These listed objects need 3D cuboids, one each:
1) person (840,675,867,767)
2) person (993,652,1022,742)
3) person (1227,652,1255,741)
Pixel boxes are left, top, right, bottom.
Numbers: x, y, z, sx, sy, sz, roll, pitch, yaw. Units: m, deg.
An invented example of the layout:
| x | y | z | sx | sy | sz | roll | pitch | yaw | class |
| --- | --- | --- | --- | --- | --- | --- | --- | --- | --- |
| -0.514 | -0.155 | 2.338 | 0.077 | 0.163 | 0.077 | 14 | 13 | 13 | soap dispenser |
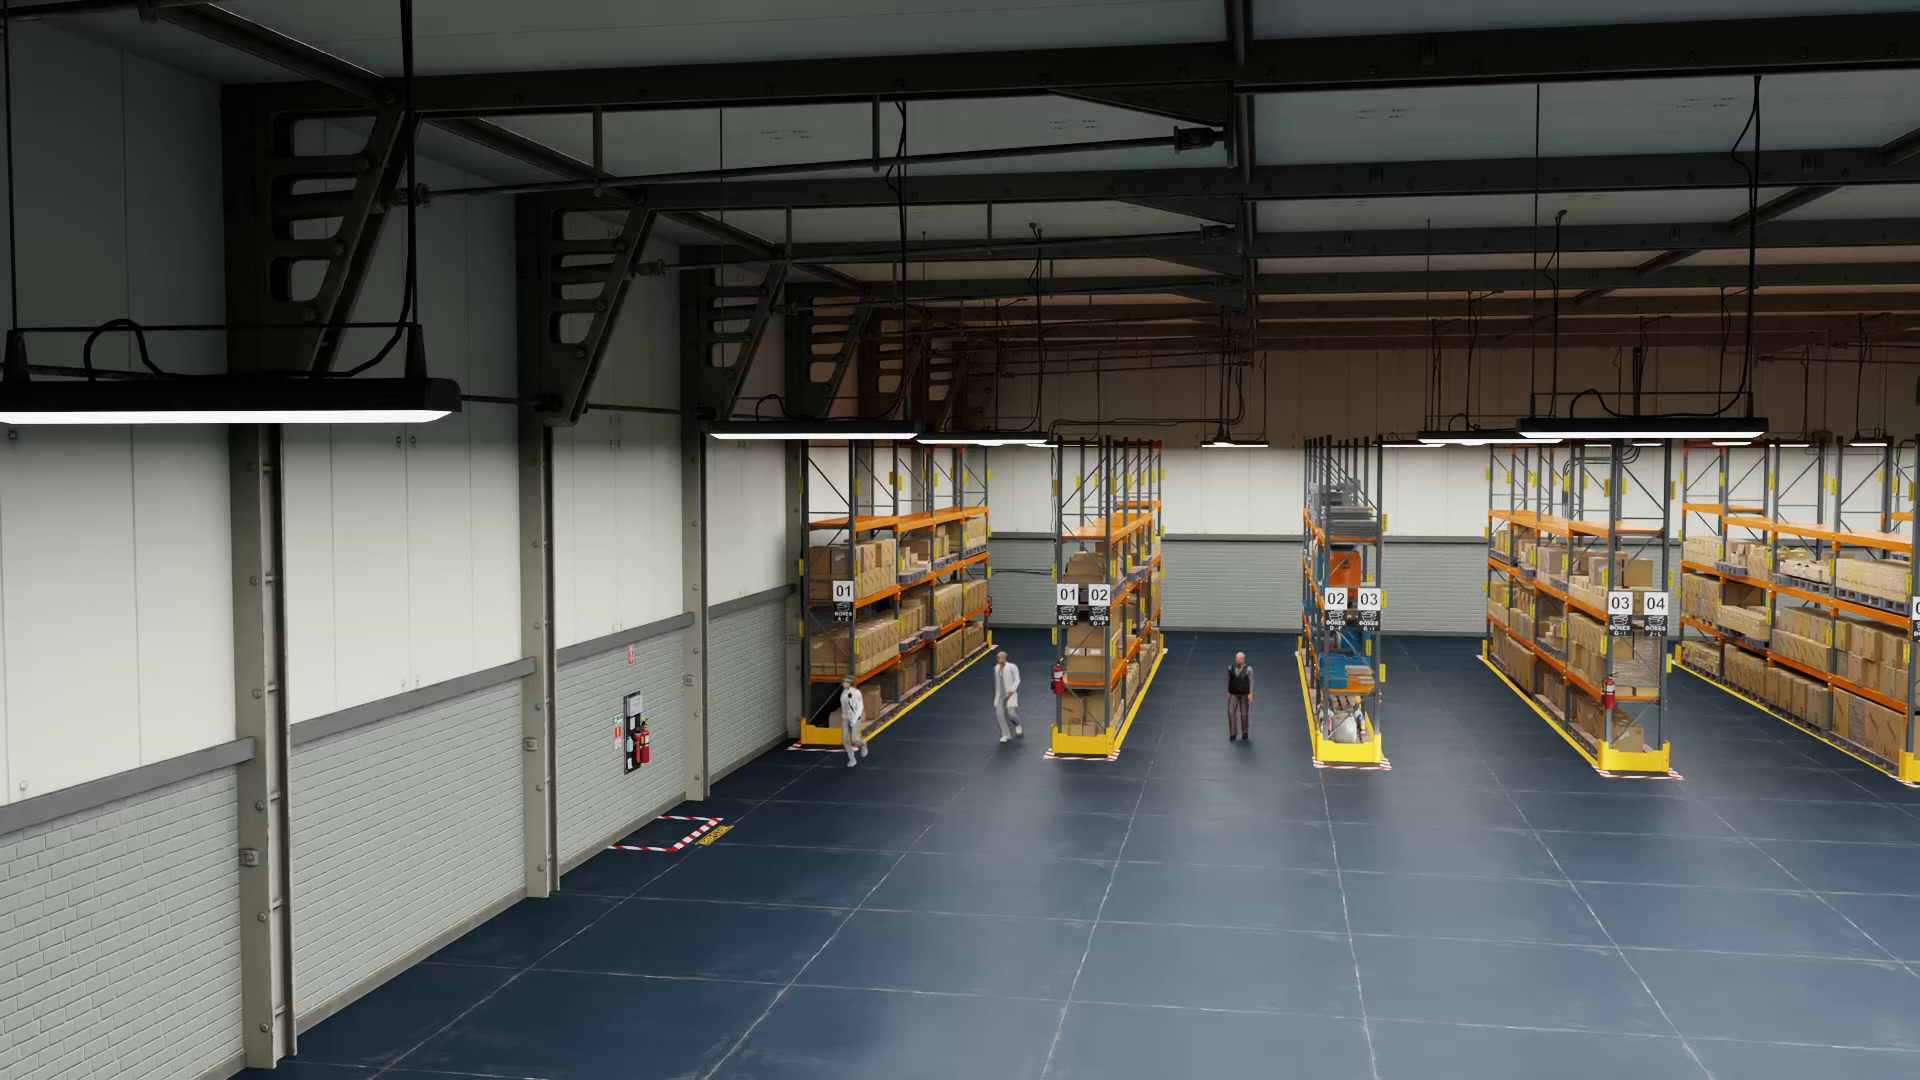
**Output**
| x | y | z | sx | sy | sz | roll | pitch | yaw | class |
| --- | --- | --- | --- | --- | --- | --- | --- | --- | --- |
| -1.945 | 3.271 | 30.285 | 0.549 | 1.646 | 0.553 | 2 | 4 | 39 | person |
| 0.934 | 3.126 | 32.897 | 0.635 | 1.652 | 0.742 | 2 | 4 | 30 | person |
| 5.532 | 3.105 | 32.848 | 0.585 | 1.780 | 0.548 | 2 | 3 | 26 | person |
